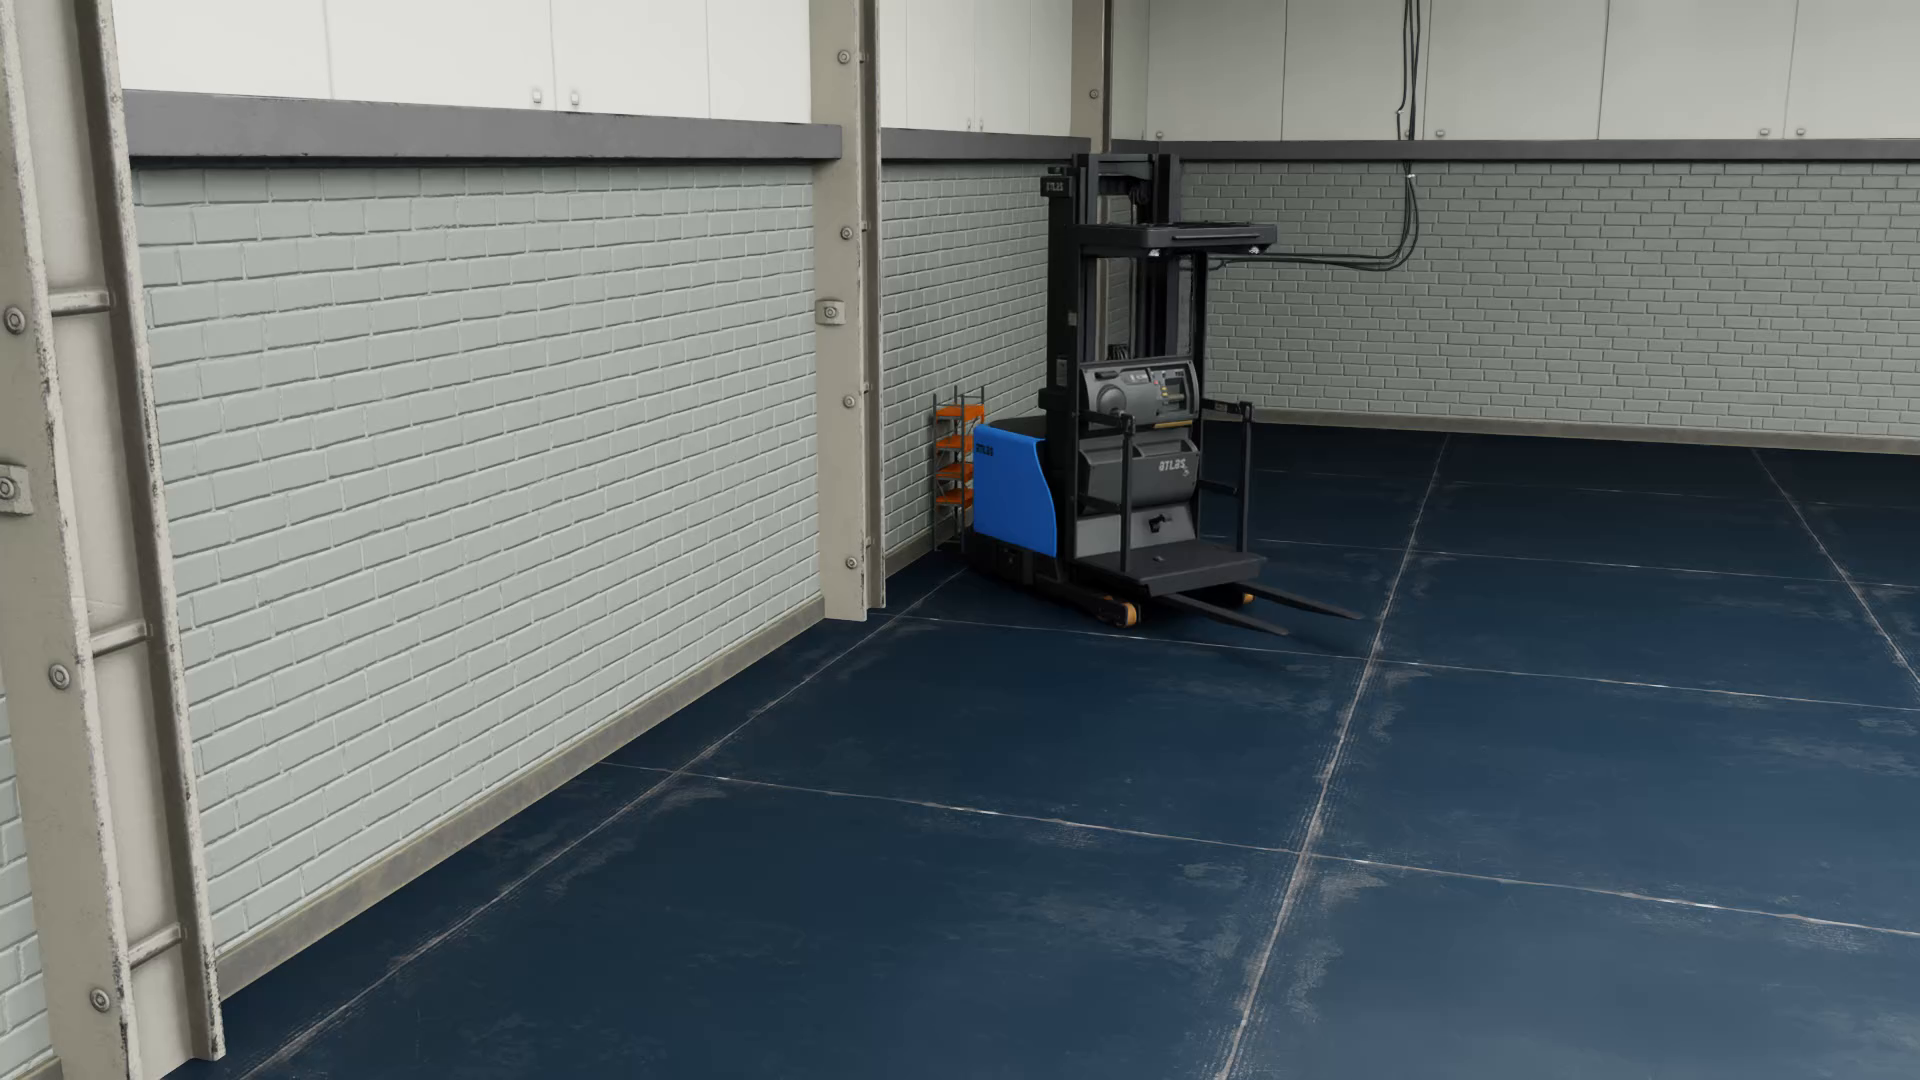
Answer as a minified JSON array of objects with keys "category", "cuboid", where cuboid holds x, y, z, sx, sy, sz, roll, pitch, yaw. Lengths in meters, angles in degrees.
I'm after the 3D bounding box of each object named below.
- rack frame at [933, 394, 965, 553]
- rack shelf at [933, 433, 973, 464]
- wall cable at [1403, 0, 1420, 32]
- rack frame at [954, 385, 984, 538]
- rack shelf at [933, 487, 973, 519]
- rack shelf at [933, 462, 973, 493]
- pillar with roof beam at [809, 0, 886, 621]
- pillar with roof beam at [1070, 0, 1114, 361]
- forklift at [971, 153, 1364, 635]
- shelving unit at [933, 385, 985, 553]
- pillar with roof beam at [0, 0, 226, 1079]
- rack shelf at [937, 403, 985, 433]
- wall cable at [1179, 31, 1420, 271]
[{"category":"rack frame","cuboid":[-0.082,-0.495,12.458,0.240,1.200,0.015,4,13,18]},{"category":"rack shelf","cuboid":[-0.005,-0.699,12.649,0.258,0.148,0.480,4,13,18]},{"category":"wall cable","cuboid":[6.004,-6.458,16.689,3.097,2.526,0.112,4,14,18]},{"category":"rack frame","cuboid":[0.072,-0.598,12.909,0.240,1.200,0.015,4,13,18]},{"category":"rack shelf","cuboid":[-0.004,-0.287,12.743,0.258,0.148,0.480,4,13,18]},{"category":"rack shelf","cuboid":[-0.005,-0.481,12.699,0.258,0.148,0.480,4,13,18]},{"category":"pillar with roof beam","cuboid":[3.372,-3.606,8.565,9.100,9.000,0.400,4,14,18]},{"category":"pillar with roof beam","cuboid":[5.313,-4.870,14.100,9.100,9.000,0.400,4,14,18]},{"category":"forklift","cuboid":[1.307,-0.988,10.731,1.130,2.935,3.031,-8,15,-32]},{"category":"shelving unit","cuboid":[-0.005,-0.546,12.684,0.258,1.200,0.503,4,13,18]},{"category":"pillar with roof beam","cuboid":[1.431,-2.343,3.030,9.100,9.000,0.400,4,14,18]},{"category":"rack shelf","cuboid":[-0.006,-0.929,12.596,0.258,0.148,0.480,4,13,18]},{"category":"wall cable","cuboid":[3.444,-4.191,18.104,3.097,2.526,0.112,4,14,18]}]
